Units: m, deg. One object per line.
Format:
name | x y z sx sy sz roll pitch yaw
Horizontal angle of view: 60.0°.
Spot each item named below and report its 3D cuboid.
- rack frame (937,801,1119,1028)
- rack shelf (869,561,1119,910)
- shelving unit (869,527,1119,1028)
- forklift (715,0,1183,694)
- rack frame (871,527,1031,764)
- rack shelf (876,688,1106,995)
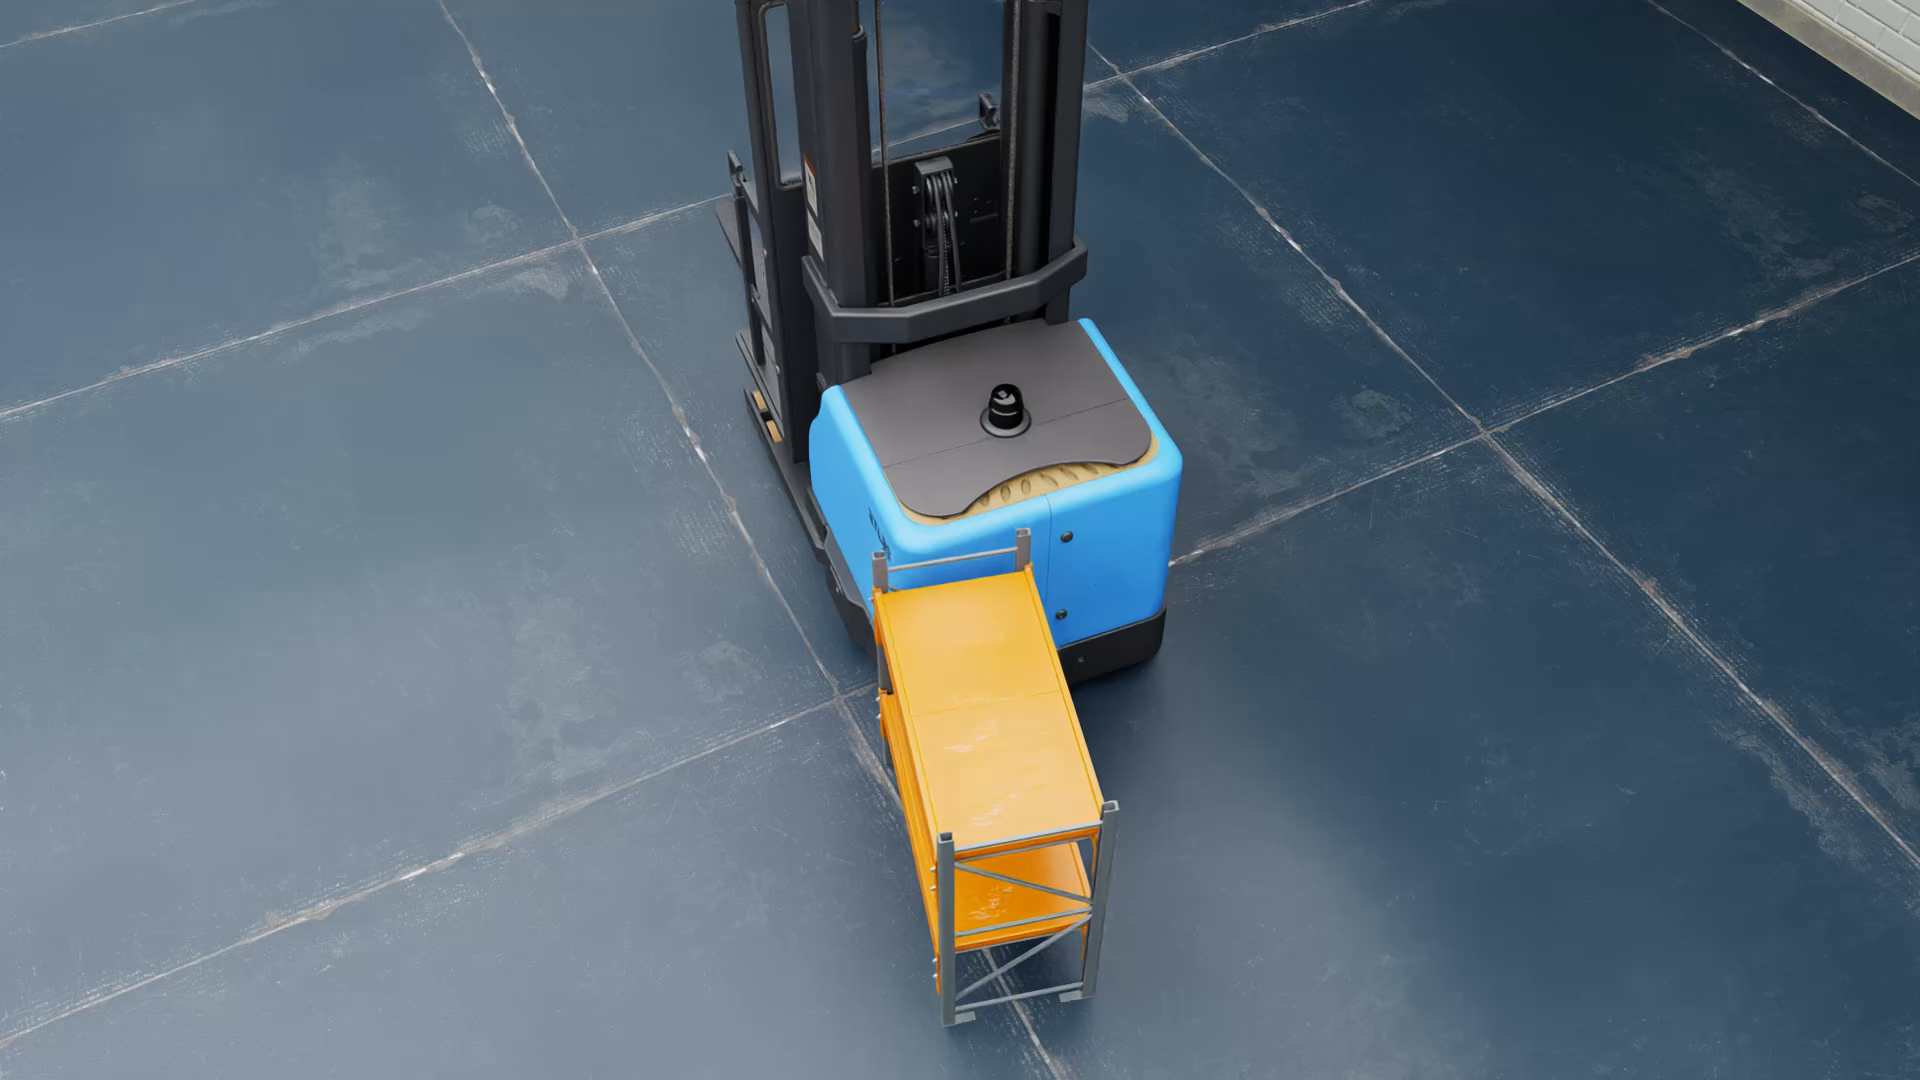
rack frame | 0.185 1.129 4.908 0.500 1.125 0.032 -9 49 -8
rack shelf | 0.080 0.562 5.015 0.538 0.278 1.000 -9 49 -8
shelving unit | 0.080 0.755 5.235 0.538 1.125 1.048 -9 49 -8
forklift | -0.262 -1.416 5.934 1.130 2.935 3.031 -17 51 -14
rack frame | -0.026 0.381 5.562 0.500 1.125 0.032 -9 49 -8
rack shelf | 0.080 0.916 5.419 0.538 0.278 1.000 -9 49 -8
